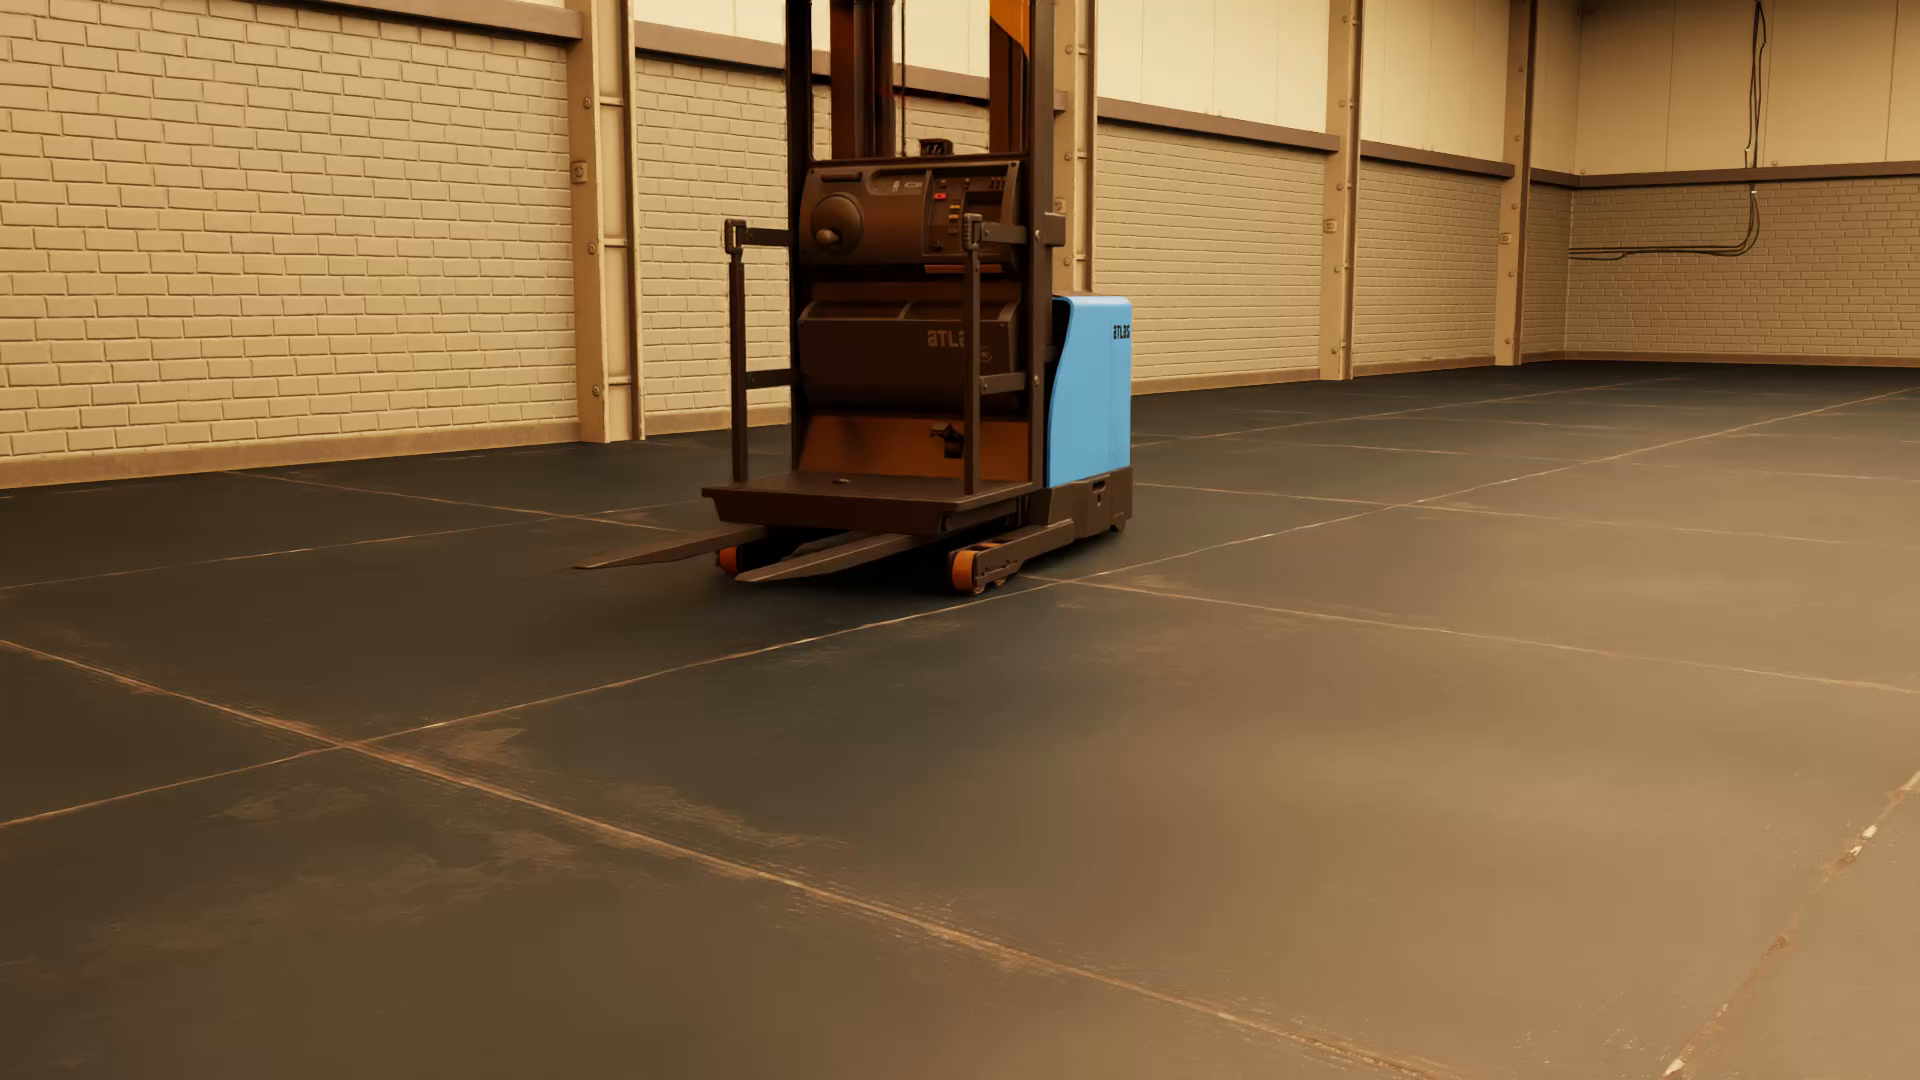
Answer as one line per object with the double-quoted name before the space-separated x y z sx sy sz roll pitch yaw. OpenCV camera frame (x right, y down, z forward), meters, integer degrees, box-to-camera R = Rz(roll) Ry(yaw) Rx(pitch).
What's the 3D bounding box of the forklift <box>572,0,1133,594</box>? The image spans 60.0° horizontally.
"forklift" -0.293 -1.324 6.327 1.130 2.935 3.031 4 9 25
